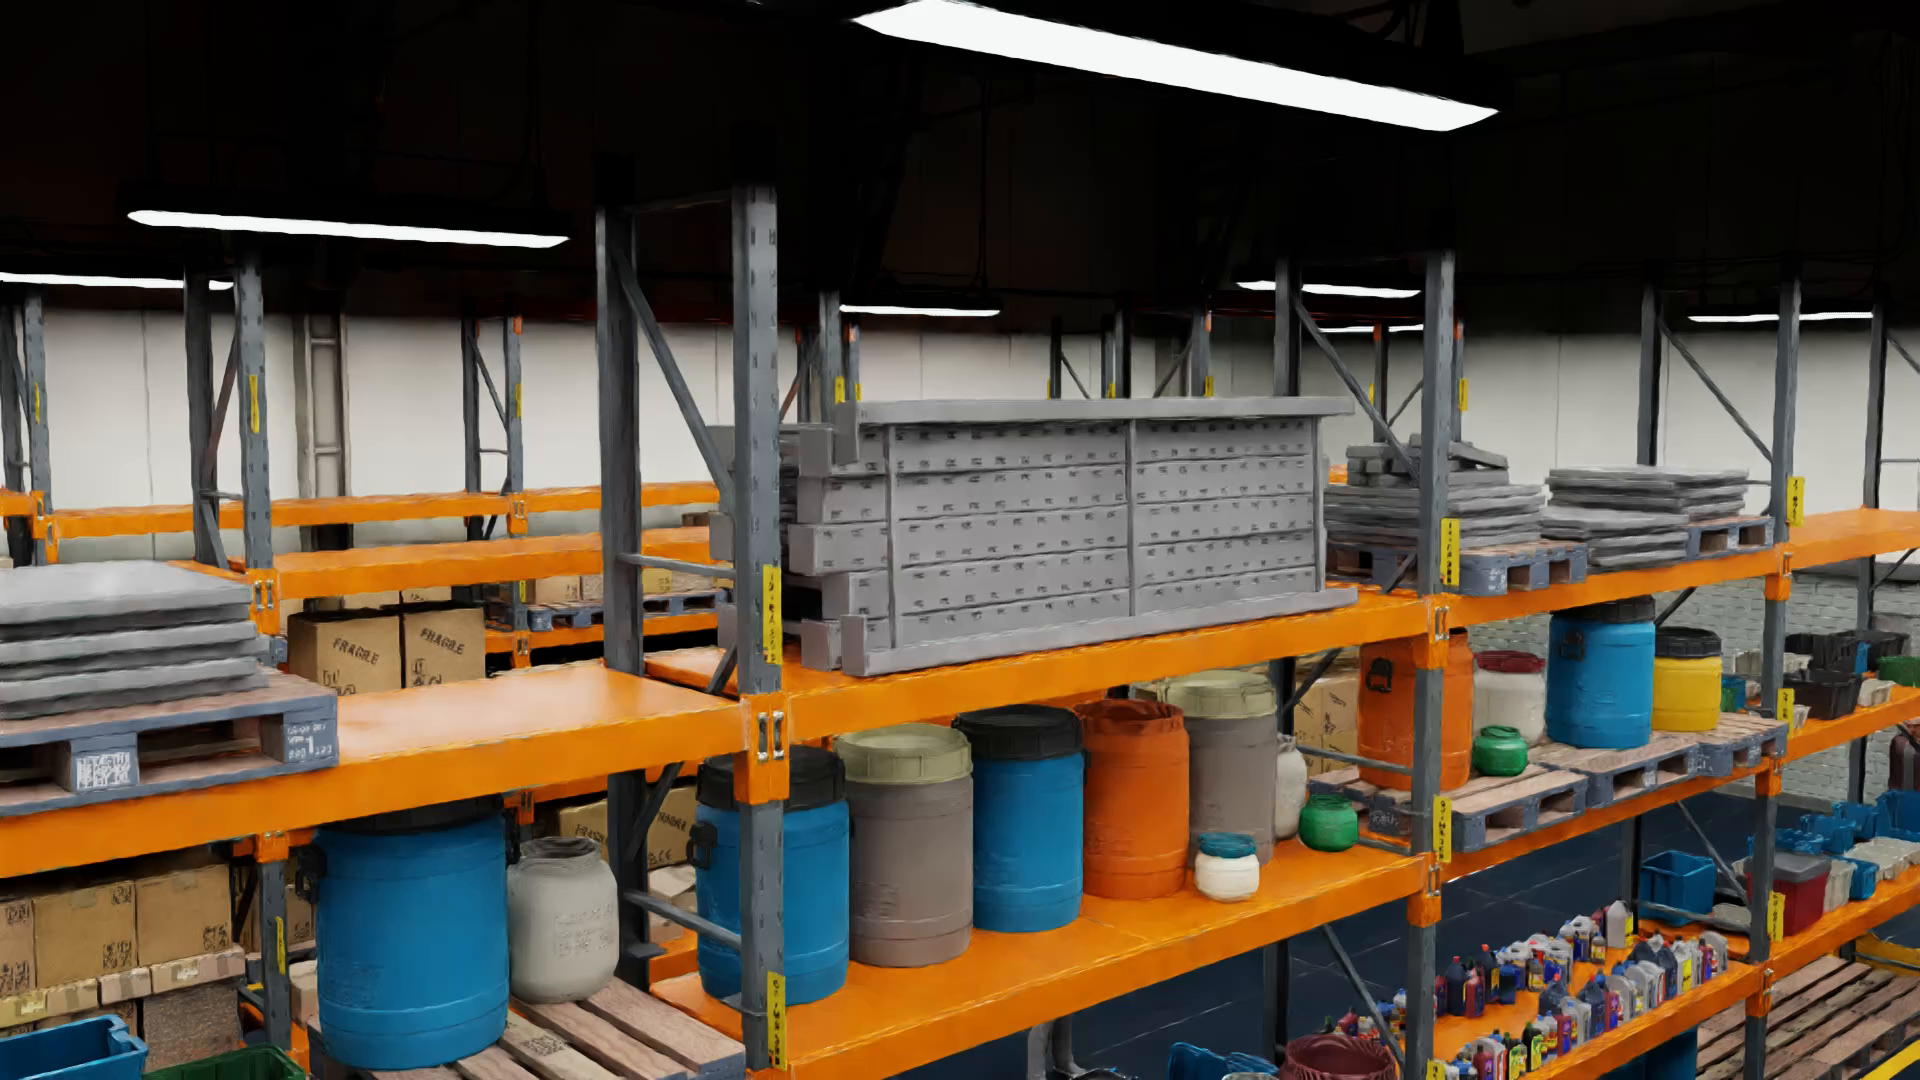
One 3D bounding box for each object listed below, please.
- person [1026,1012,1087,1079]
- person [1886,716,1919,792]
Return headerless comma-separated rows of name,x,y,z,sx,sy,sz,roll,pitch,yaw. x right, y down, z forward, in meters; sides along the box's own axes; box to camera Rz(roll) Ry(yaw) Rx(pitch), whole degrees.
person,0.722,3.176,12.198,0.422,1.664,0.502,2,6,18
person,9.988,2.647,17.438,1.176,1.697,0.589,-5,7,-43
